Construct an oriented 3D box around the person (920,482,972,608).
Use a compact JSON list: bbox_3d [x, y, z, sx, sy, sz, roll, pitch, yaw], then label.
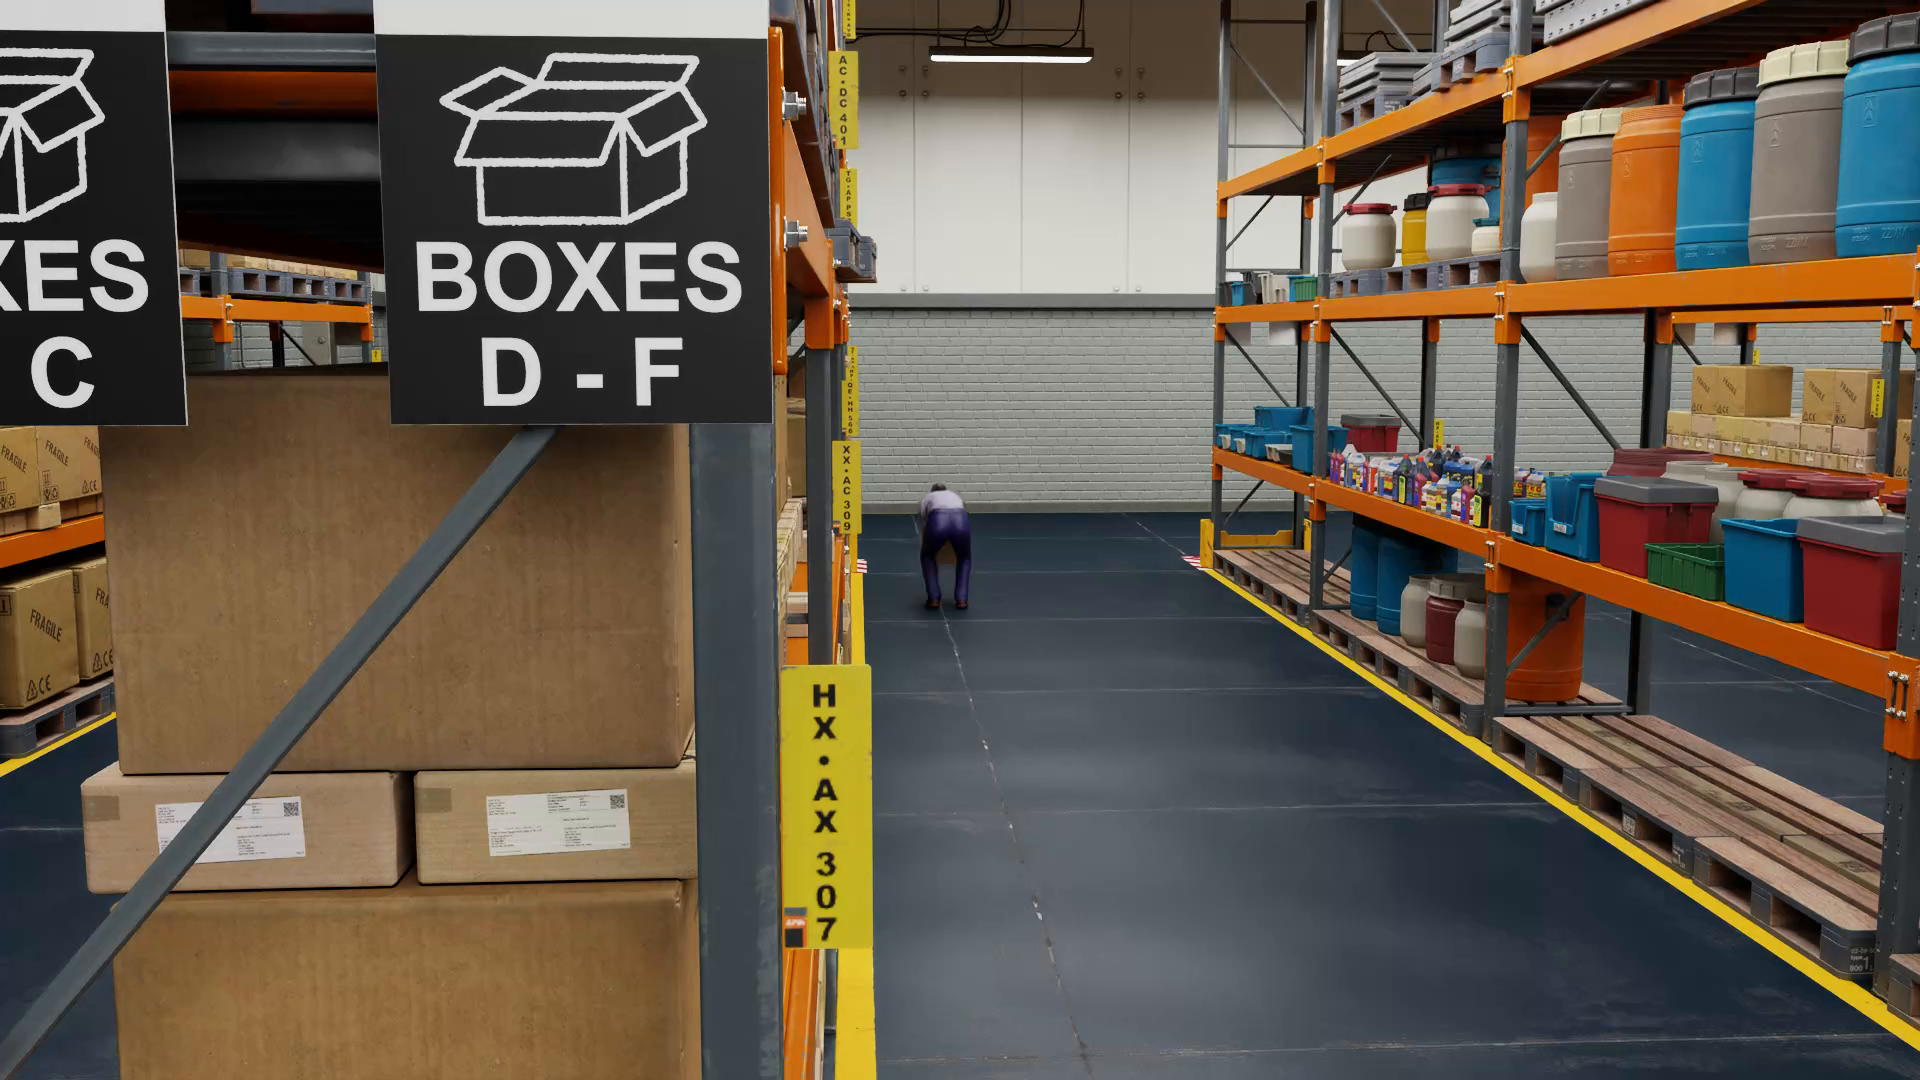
[{"bbox_3d":[-0.137,0.050,15.578,0.483,1.126,0.877,-1,7,-6],"label":"person"}]
